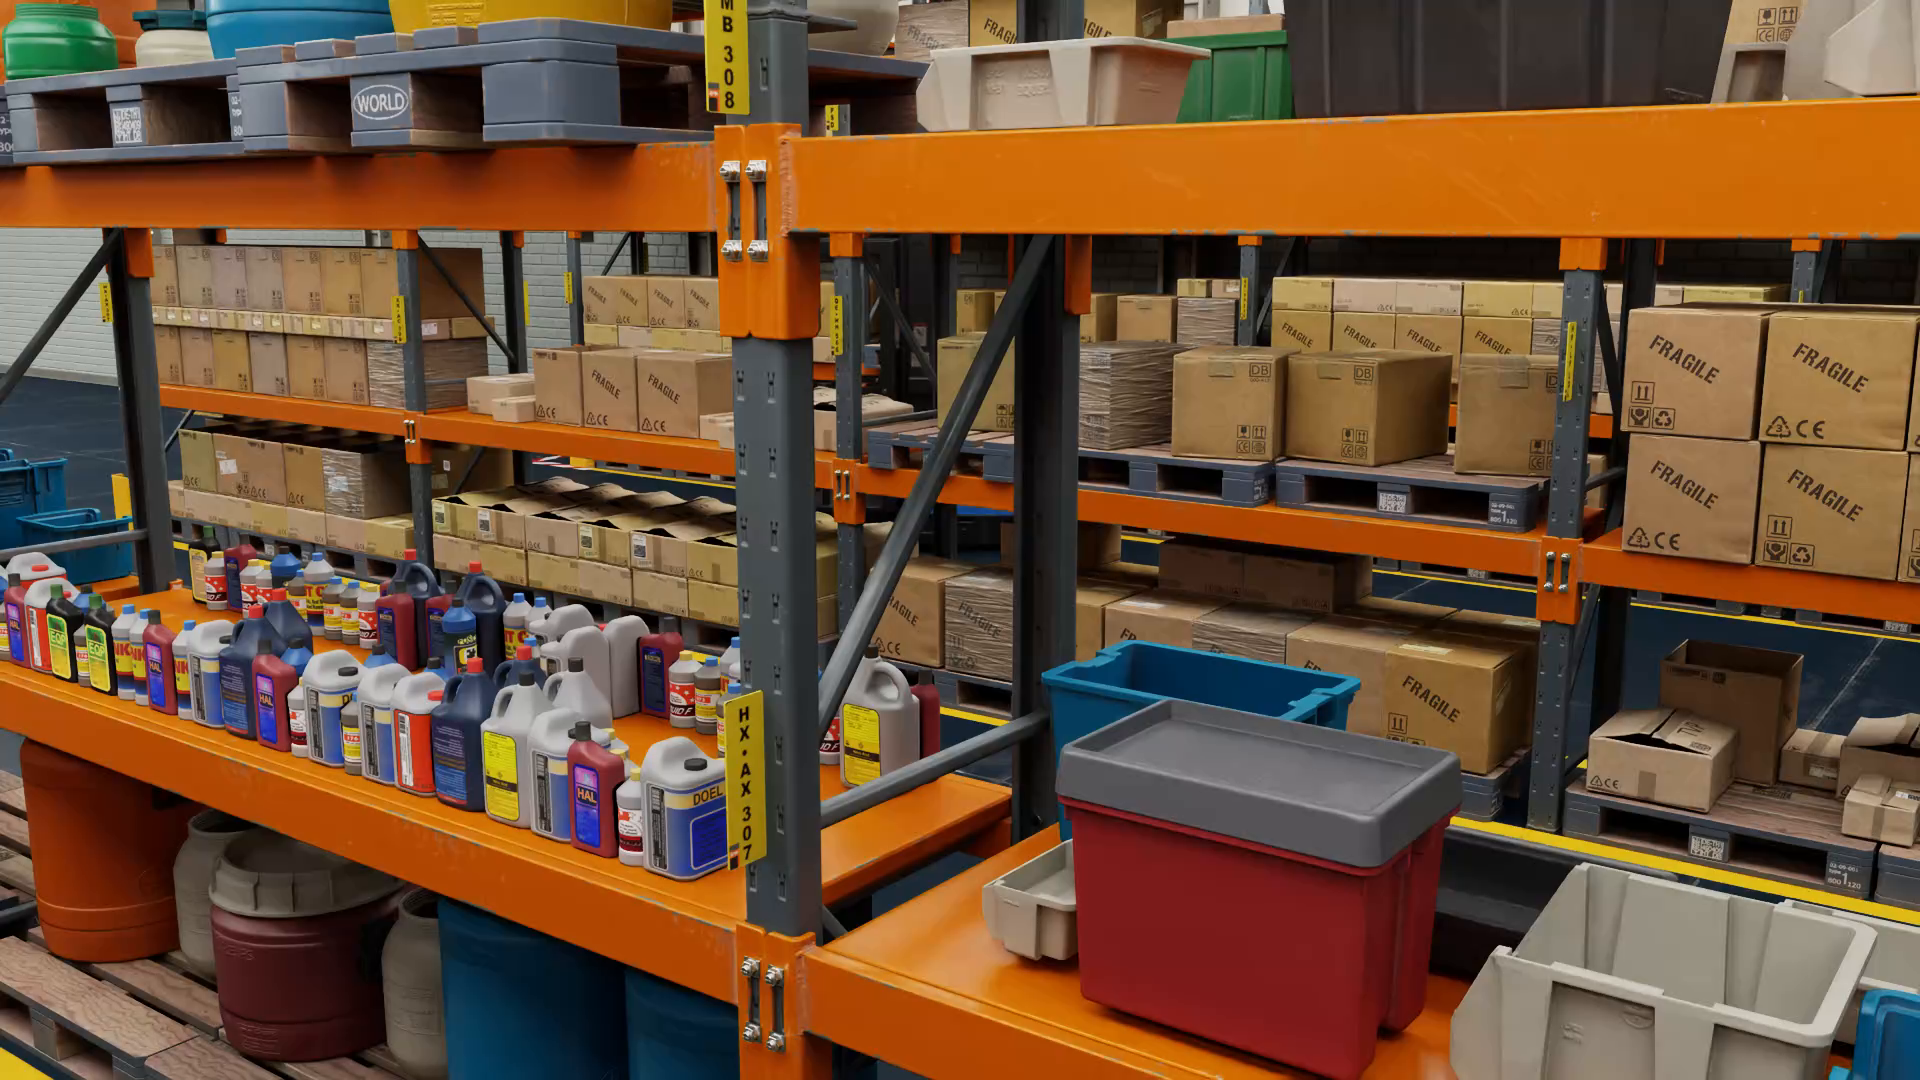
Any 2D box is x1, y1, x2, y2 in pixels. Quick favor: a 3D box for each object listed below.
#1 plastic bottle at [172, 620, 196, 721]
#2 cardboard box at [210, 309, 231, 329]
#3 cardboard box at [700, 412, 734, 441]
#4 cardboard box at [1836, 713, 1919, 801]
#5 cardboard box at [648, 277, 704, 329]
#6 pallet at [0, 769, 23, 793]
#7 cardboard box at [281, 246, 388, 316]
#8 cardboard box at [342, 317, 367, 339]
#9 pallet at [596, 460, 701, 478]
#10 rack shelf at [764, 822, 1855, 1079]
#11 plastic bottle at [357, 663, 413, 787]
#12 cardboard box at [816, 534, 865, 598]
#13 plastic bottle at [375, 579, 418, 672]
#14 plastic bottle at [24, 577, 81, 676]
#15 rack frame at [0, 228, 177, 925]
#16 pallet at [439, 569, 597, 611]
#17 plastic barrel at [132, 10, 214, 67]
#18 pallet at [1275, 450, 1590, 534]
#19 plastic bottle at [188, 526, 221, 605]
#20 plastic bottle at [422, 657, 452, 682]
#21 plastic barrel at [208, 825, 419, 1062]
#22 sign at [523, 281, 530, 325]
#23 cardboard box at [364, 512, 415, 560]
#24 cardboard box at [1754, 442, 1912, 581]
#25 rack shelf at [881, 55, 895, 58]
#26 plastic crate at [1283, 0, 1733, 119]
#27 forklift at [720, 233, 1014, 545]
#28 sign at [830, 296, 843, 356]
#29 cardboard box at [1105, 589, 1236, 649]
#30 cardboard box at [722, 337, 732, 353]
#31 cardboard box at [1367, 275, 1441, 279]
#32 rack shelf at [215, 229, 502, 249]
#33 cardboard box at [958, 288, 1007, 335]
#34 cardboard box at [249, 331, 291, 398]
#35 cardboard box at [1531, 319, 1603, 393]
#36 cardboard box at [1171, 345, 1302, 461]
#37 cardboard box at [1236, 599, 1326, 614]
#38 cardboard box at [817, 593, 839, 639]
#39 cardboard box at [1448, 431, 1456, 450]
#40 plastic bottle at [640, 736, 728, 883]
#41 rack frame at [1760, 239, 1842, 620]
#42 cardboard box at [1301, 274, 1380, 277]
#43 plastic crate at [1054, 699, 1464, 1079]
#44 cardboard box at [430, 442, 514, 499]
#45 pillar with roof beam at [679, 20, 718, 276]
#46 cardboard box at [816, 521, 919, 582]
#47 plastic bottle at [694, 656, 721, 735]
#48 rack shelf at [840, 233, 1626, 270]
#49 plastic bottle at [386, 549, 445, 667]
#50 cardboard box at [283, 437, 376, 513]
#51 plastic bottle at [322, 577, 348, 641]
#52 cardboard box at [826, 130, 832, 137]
[{"bbox_3d":[-2.130,0.358,4.621,0.097,0.271,0.097,0,11,0],"label":"plastic bottle"},{"bbox_3d":[-5.787,-1.782,13.375,0.250,0.149,0.380,7,13,34],"label":"cardboard box"},{"bbox_3d":[-1.422,-0.720,10.515,0.250,0.149,0.380,9,14,40],"label":"cardboard box"},{"bbox_3d":[4.095,0.950,7.141,0.500,0.311,0.500,8,13,36],"label":"cardboard box"},{"bbox_3d":[-2.867,-2.455,17.191,0.500,0.500,0.500,7,13,34],"label":"cardboard box"},{"bbox_3d":[-4.876,1.188,7.332,1.213,0.211,1.003,8,13,36],"label":"pallet"},{"bbox_3d":[-4.757,-2.006,12.823,0.500,0.500,0.700,8,13,36],"label":"cardboard box"},{"bbox_3d":[-4.341,-1.581,12.332,0.250,0.149,0.380,7,13,34],"label":"cardboard box"},{"bbox_3d":[-3.184,-0.892,18.086,1.213,0.211,1.003,8,13,36],"label":"pallet"},{"bbox_3d":[1.541,1.077,2.458,4.000,0.370,1.077,8,13,36],"label":"rack shelf"},{"bbox_3d":[-1.390,0.452,4.121,0.135,0.276,0.152,8,13,36],"label":"plastic bottle"},{"bbox_3d":[-0.928,0.139,10.072,0.500,0.311,0.500,8,14,37],"label":"cardboard box"},{"bbox_3d":[-1.732,0.258,5.105,0.133,0.283,0.061,8,13,36],"label":"plastic bottle"},{"bbox_3d":[-2.765,0.261,5.112,0.135,0.276,0.152,8,13,36],"label":"plastic bottle"},{"bbox_3d":[-3.296,0.049,5.877,0.127,3.000,1.000,8,13,36],"label":"rack frame"},{"bbox_3d":[-2.968,0.288,11.986,1.213,0.211,1.003,8,13,36],"label":"pallet"},{"bbox_3d":[-2.345,-1.463,5.058,0.301,0.262,0.301,0,11,0],"label":"plastic barrel"},{"bbox_3d":[2.284,-0.271,8.039,1.213,0.211,1.003,8,13,36],"label":"pallet"},{"bbox_3d":[-2.717,0.087,5.990,0.133,0.283,0.061,8,13,36],"label":"plastic bottle"},{"bbox_3d":[-1.331,0.433,4.231,0.097,0.271,0.097,0,11,0],"label":"plastic bottle"},{"bbox_3d":[-1.981,1.207,5.139,0.708,0.588,0.600,8,13,36],"label":"plastic barrel"},{"bbox_3d":[-3.271,-1.772,12.451,0.005,0.325,0.100,8,13,36],"label":"sign"},{"bbox_3d":[-4.088,-0.033,12.437,0.500,0.250,0.500,8,13,36],"label":"cardboard box"},{"bbox_3d":[3.528,-0.152,6.653,0.500,0.500,0.500,8,14,37],"label":"cardboard box"},{"bbox_3d":[0.957,-4.088,14.415,4.000,0.370,1.077,8,13,36],"label":"rack shelf"},{"bbox_3d":[0.767,-0.728,2.341,0.590,0.269,0.497,8,13,36],"label":"plastic crate"},{"bbox_3d":[-0.771,-1.457,13.846,3.031,2.935,1.130,1,11,7],"label":"forklift"},{"bbox_3d":[-0.686,-1.192,9.243,0.005,0.325,0.100,8,13,36],"label":"sign"},{"bbox_3d":[1.087,0.571,8.605,0.500,0.500,0.500,7,13,34],"label":"cardboard box"},{"bbox_3d":[-2.028,-1.971,16.665,0.500,0.250,0.500,8,13,35],"label":"cardboard box"},{"bbox_3d":[3.503,-1.970,13.243,0.500,0.250,0.500,7,13,34],"label":"cardboard box"},{"bbox_3d":[-5.197,-2.502,13.064,4.000,0.370,1.077,8,13,36],"label":"rack shelf"},{"bbox_3d":[0.181,-2.056,15.336,0.500,0.500,0.700,10,15,41],"label":"cardboard box"},{"bbox_3d":[-5.190,-1.429,13.255,0.500,0.500,0.700,8,14,37],"label":"cardboard box"},{"bbox_3d":[4.454,-1.349,12.008,0.500,0.500,0.500,8,14,36],"label":"cardboard box"},{"bbox_3d":[1.403,-0.703,8.398,0.500,0.500,0.700,4,12,21],"label":"cardboard box"},{"bbox_3d":[1.783,0.545,8.737,0.500,0.500,0.500,8,14,36],"label":"cardboard box"},{"bbox_3d":[-0.929,0.414,10.128,0.500,0.250,0.500,8,14,37],"label":"cardboard box"},{"bbox_3d":[3.786,-0.416,12.835,0.750,0.750,0.750,8,13,35],"label":"cardboard box"},{"bbox_3d":[-0.580,0.565,3.537,0.135,0.276,0.152,8,13,36],"label":"plastic bottle"},{"bbox_3d":[5.793,-1.018,11.392,0.127,3.000,1.000,8,13,36],"label":"rack frame"},{"bbox_3d":[3.088,-2.029,13.547,0.500,0.250,0.500,8,14,37],"label":"cardboard box"},{"bbox_3d":[0.500,0.577,2.823,0.583,0.464,0.402,8,13,36],"label":"plastic crate"},{"bbox_3d":[-3.773,-0.483,12.786,0.500,0.500,0.500,8,13,36],"label":"cardboard box"},{"bbox_3d":[-5.351,-4.707,14.667,0.400,9.000,9.100,8,13,36],"label":"pillar with roof beam"},{"bbox_3d":[-0.609,0.056,10.499,0.500,0.311,0.500,9,14,37],"label":"cardboard box"},{"bbox_3d":[-0.670,0.417,4.500,0.097,0.201,0.097,0,11,0],"label":"plastic bottle"},{"bbox_3d":[1.251,-1.603,8.415,4.000,0.370,1.077,8,13,36],"label":"rack shelf"},{"bbox_3d":[-1.692,0.207,5.194,0.185,0.351,0.144,8,13,36],"label":"plastic bottle"},{"bbox_3d":[-4.889,-0.515,12.953,0.500,0.500,0.500,8,13,36],"label":"cardboard box"},{"bbox_3d":[-2.056,0.224,5.500,0.097,0.201,0.097,0,11,0],"label":"plastic bottle"},{"bbox_3d":[-0.760,-2.356,9.703,0.500,0.250,0.500,7,13,31],"label":"cardboard box"}]
